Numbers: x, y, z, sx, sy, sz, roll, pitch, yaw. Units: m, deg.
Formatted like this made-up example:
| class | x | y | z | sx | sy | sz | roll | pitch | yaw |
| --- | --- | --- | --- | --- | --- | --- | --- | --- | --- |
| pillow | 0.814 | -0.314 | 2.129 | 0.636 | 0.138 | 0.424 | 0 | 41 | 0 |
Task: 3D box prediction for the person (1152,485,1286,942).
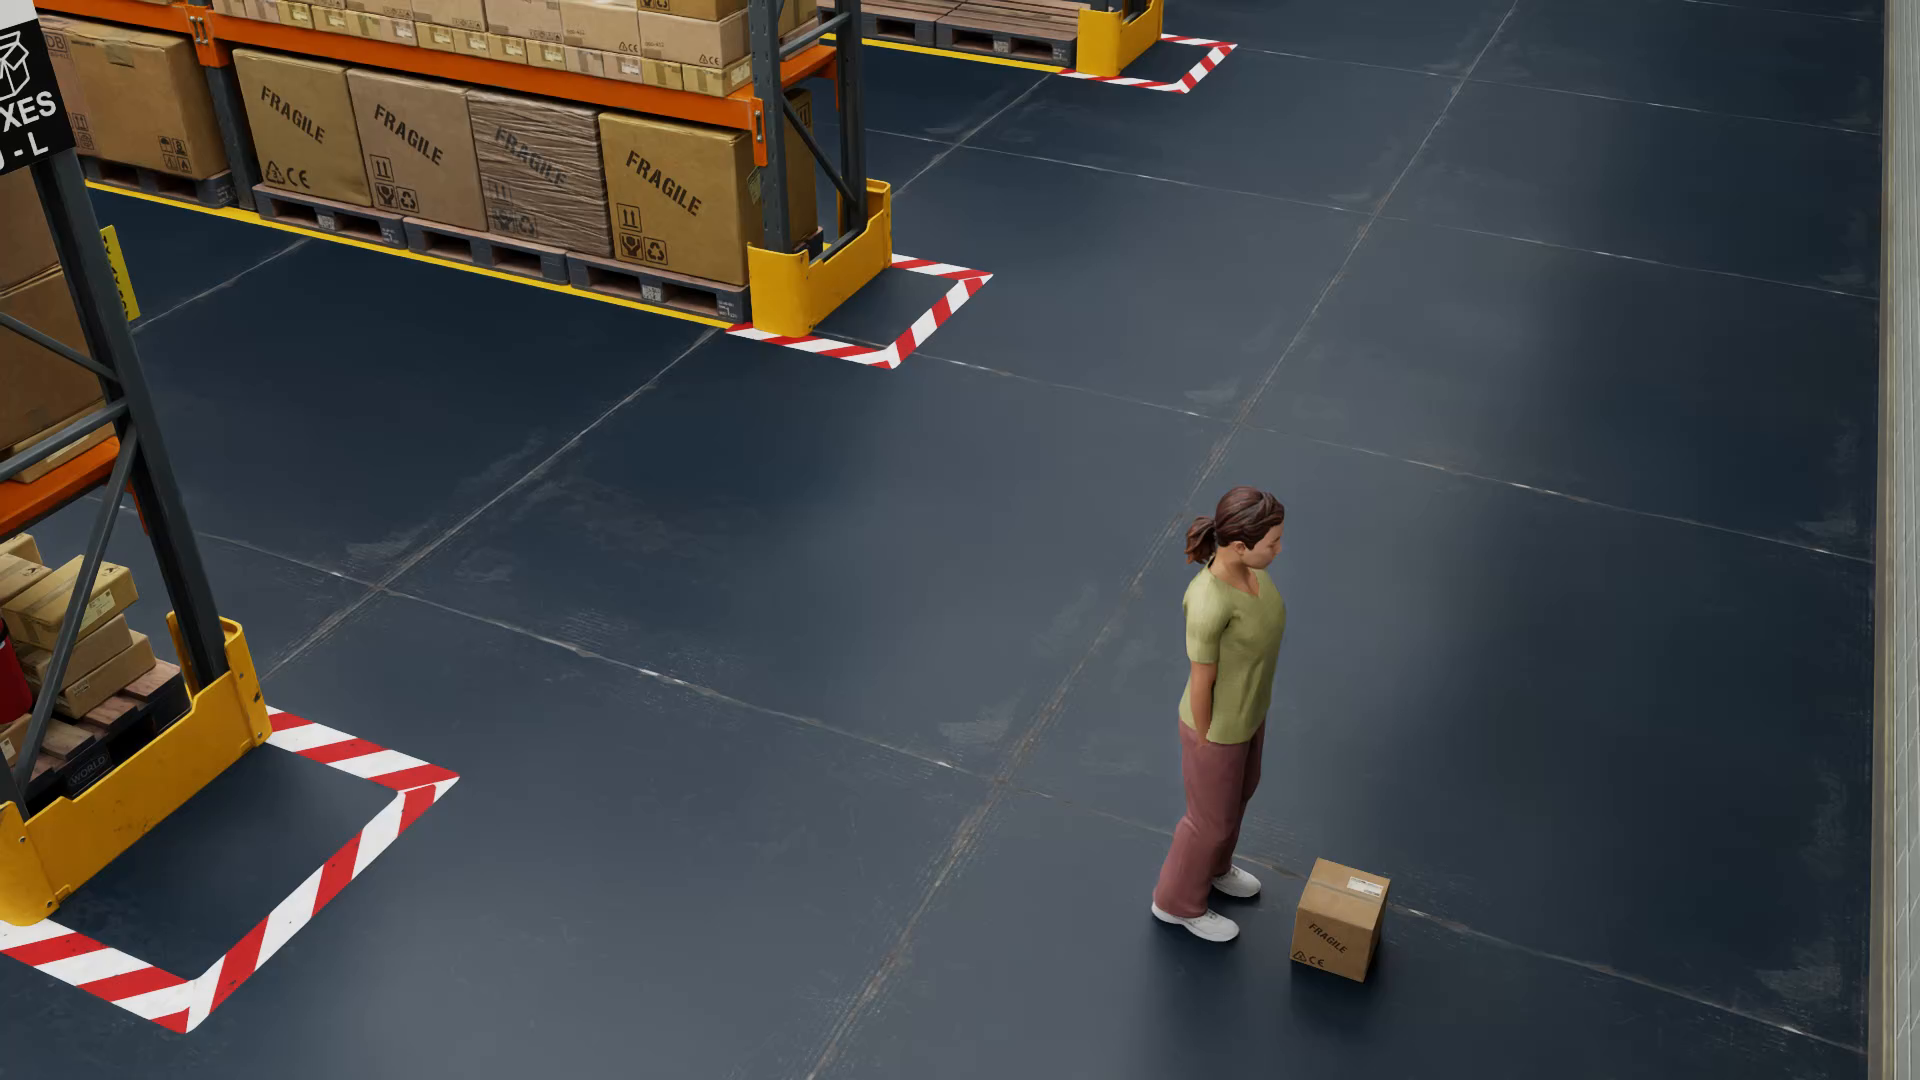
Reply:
| class | x | y | z | sx | sy | sz | roll | pitch | yaw |
| --- | --- | --- | --- | --- | --- | --- | --- | --- | --- |
| person | 0.841 | 0.549 | 5.331 | 0.365 | 1.674 | 0.443 | 15 | 37 | 21 |
